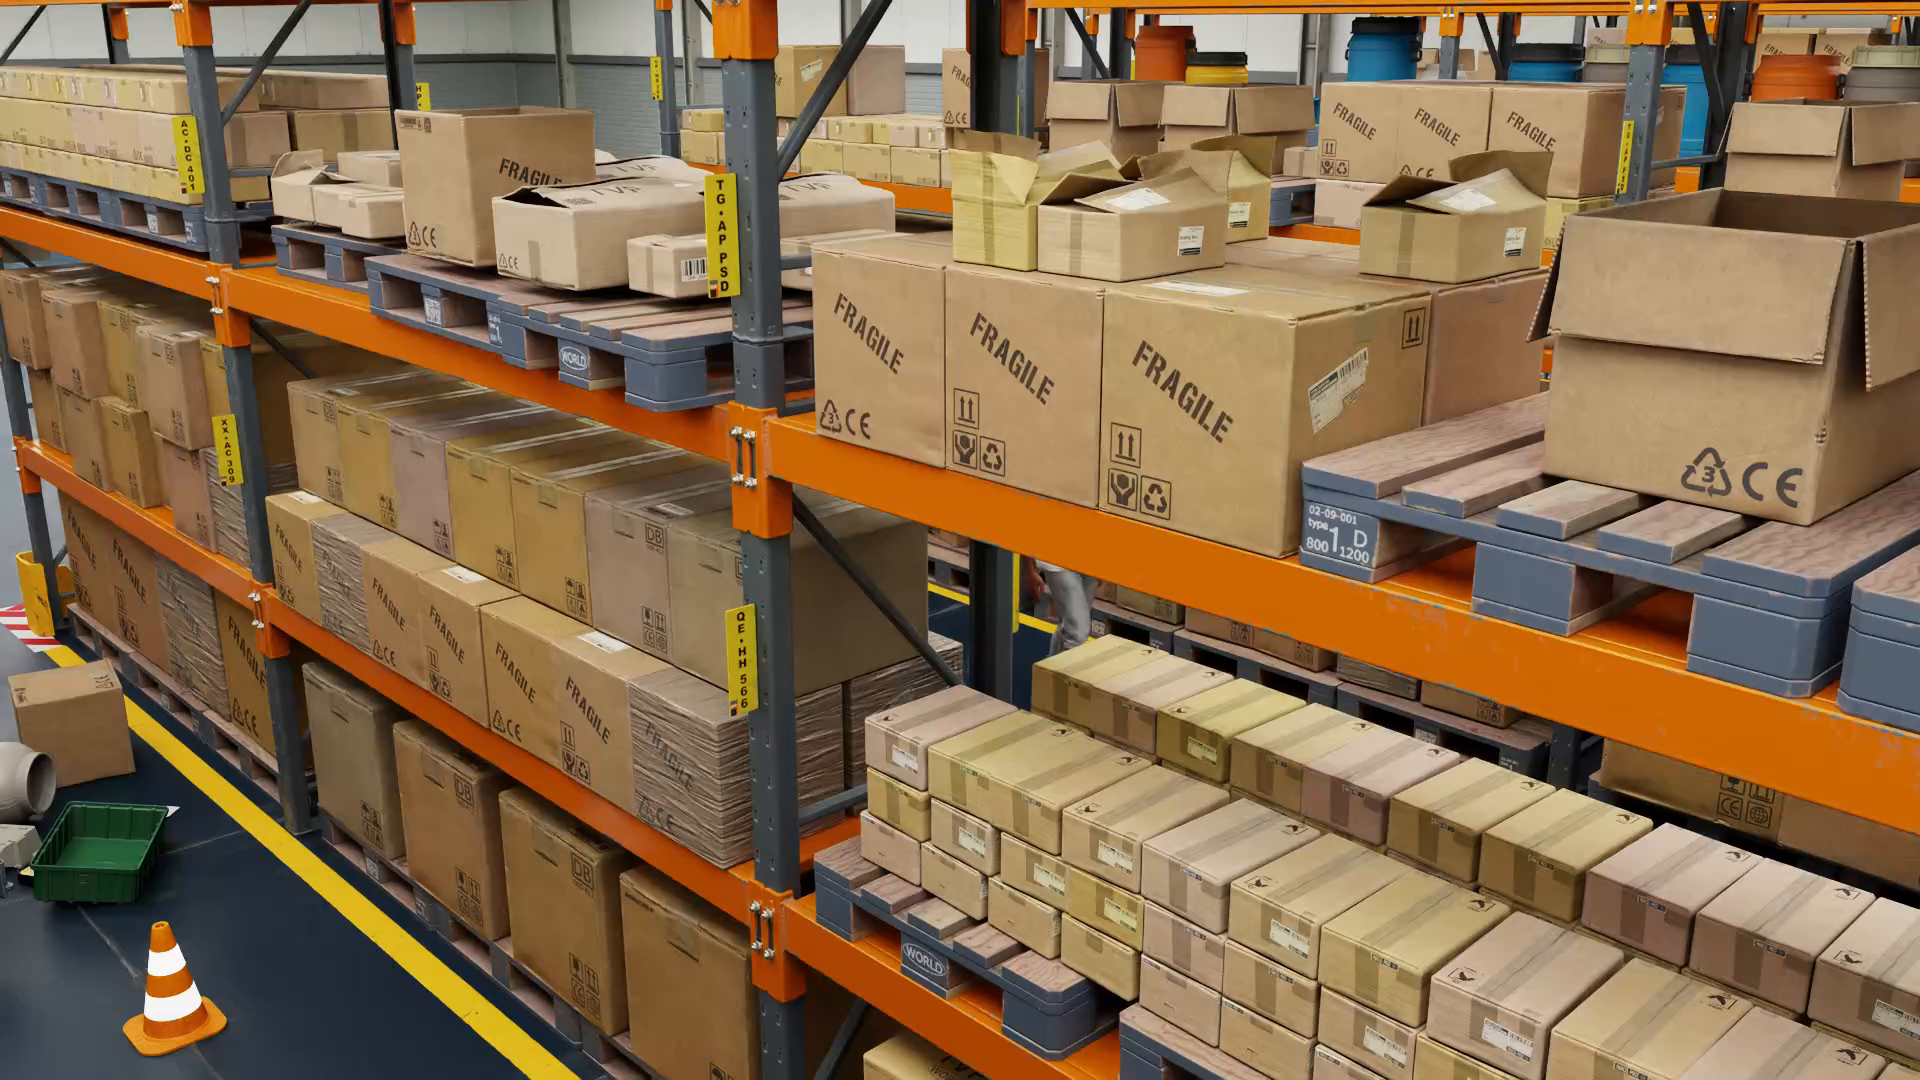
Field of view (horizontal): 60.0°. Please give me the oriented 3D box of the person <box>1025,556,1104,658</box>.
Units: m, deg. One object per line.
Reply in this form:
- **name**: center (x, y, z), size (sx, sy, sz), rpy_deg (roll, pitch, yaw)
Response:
- **person**: center (0.728, 0.170, 9.423), size (0.593, 1.752, 0.748), rpy_deg (-15, 23, -40)
